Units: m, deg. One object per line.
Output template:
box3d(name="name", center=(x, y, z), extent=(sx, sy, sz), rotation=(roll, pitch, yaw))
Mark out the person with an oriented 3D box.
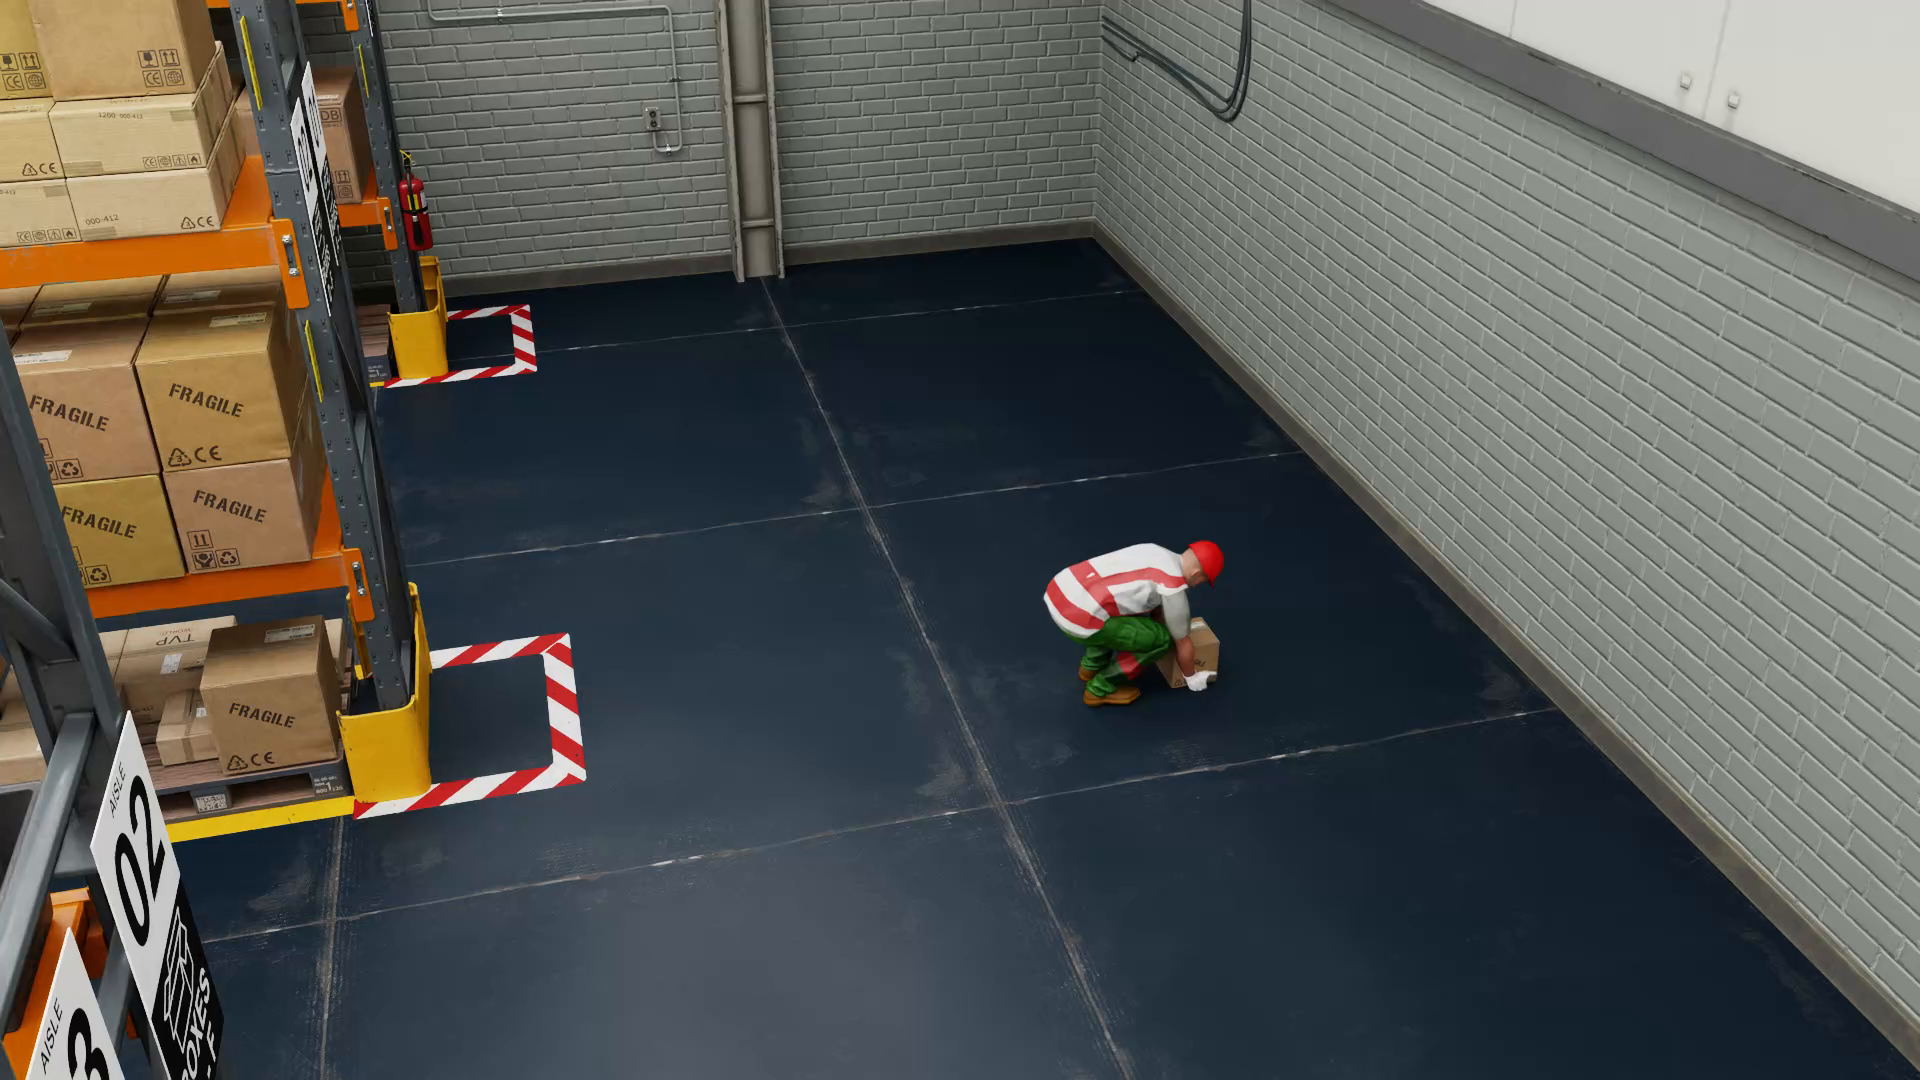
box3d(name="person", center=(0.901, 0.417, 8.536), extent=(0.958, 0.799, 0.525), rotation=(-9, 31, -14))
